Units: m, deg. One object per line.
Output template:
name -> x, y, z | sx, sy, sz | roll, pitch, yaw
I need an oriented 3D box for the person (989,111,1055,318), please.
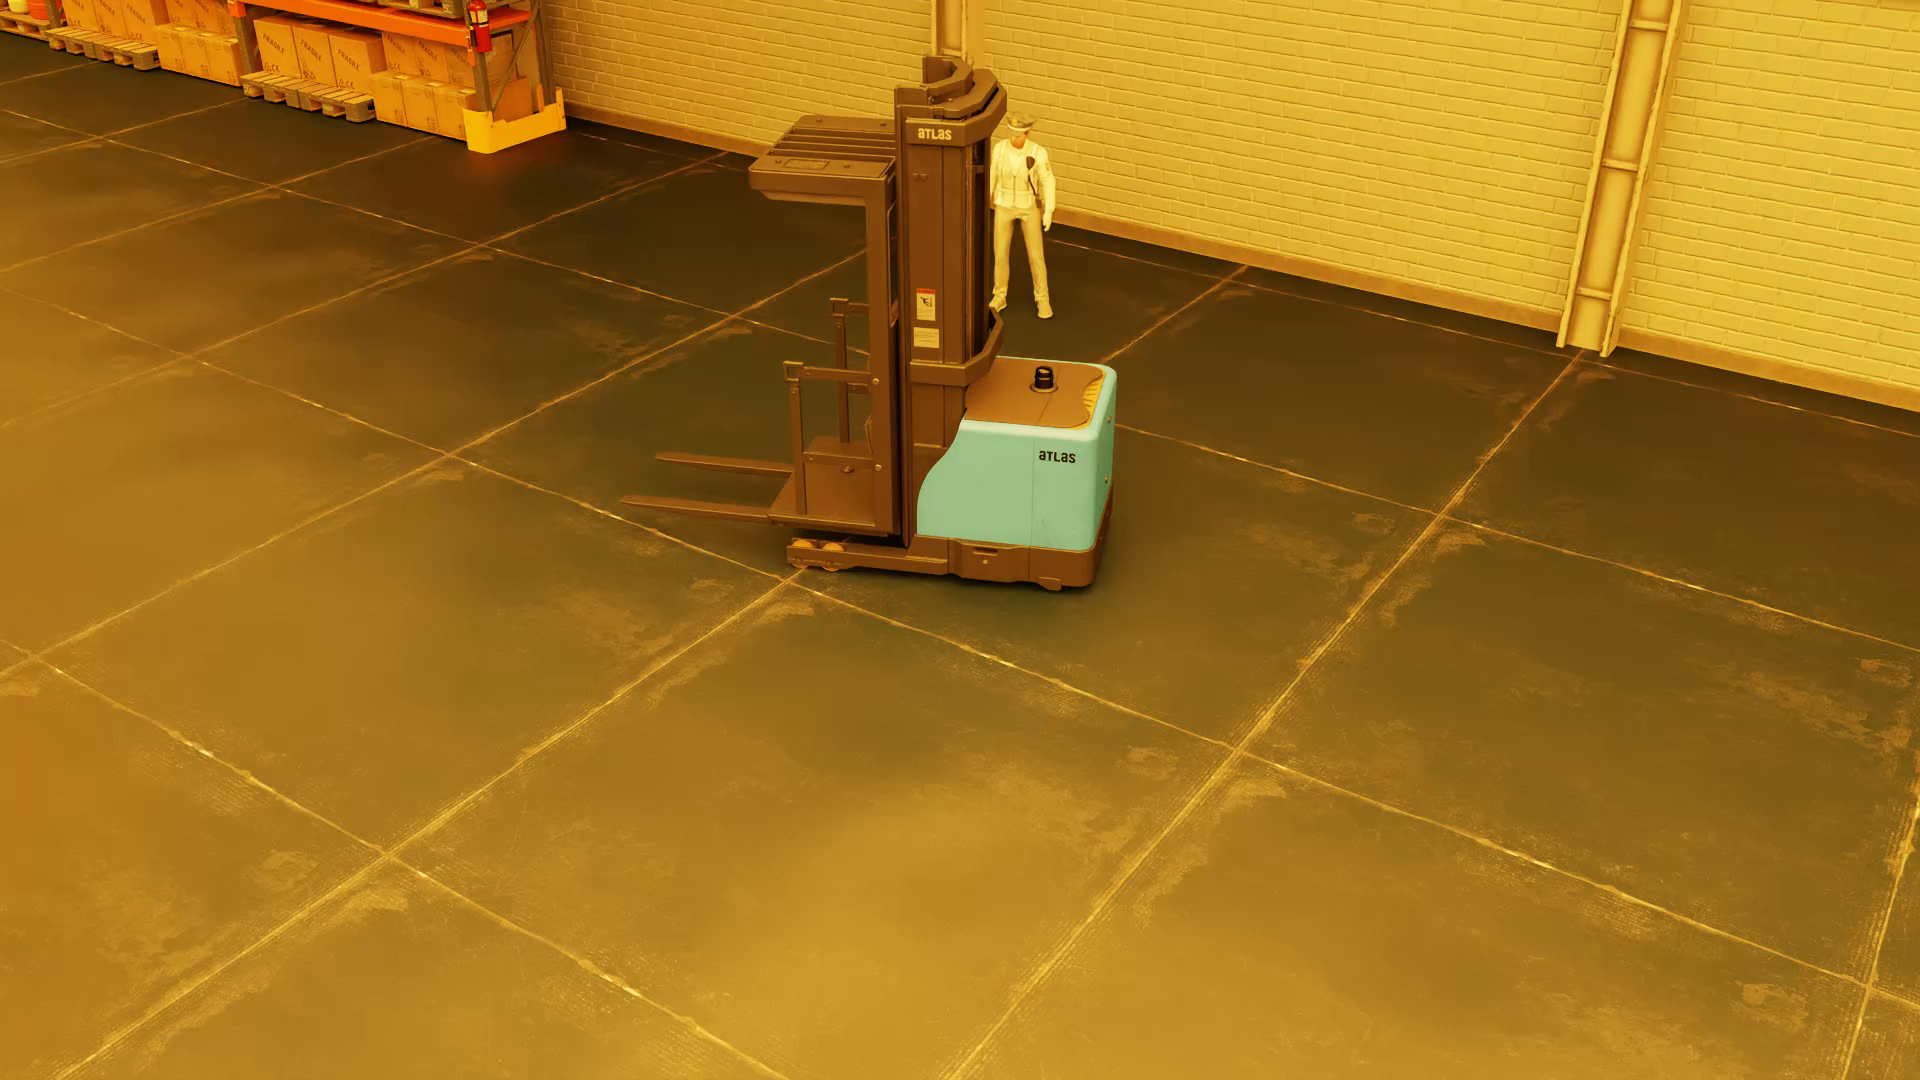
person -> 0.468, -2.629, 13.375 | 0.633, 1.670, 0.417 | 6, 31, 11

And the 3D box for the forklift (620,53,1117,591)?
forklift -> -0.596, -1.330, 9.871 | 3.031, 2.935, 1.130 | 6, 31, 10
